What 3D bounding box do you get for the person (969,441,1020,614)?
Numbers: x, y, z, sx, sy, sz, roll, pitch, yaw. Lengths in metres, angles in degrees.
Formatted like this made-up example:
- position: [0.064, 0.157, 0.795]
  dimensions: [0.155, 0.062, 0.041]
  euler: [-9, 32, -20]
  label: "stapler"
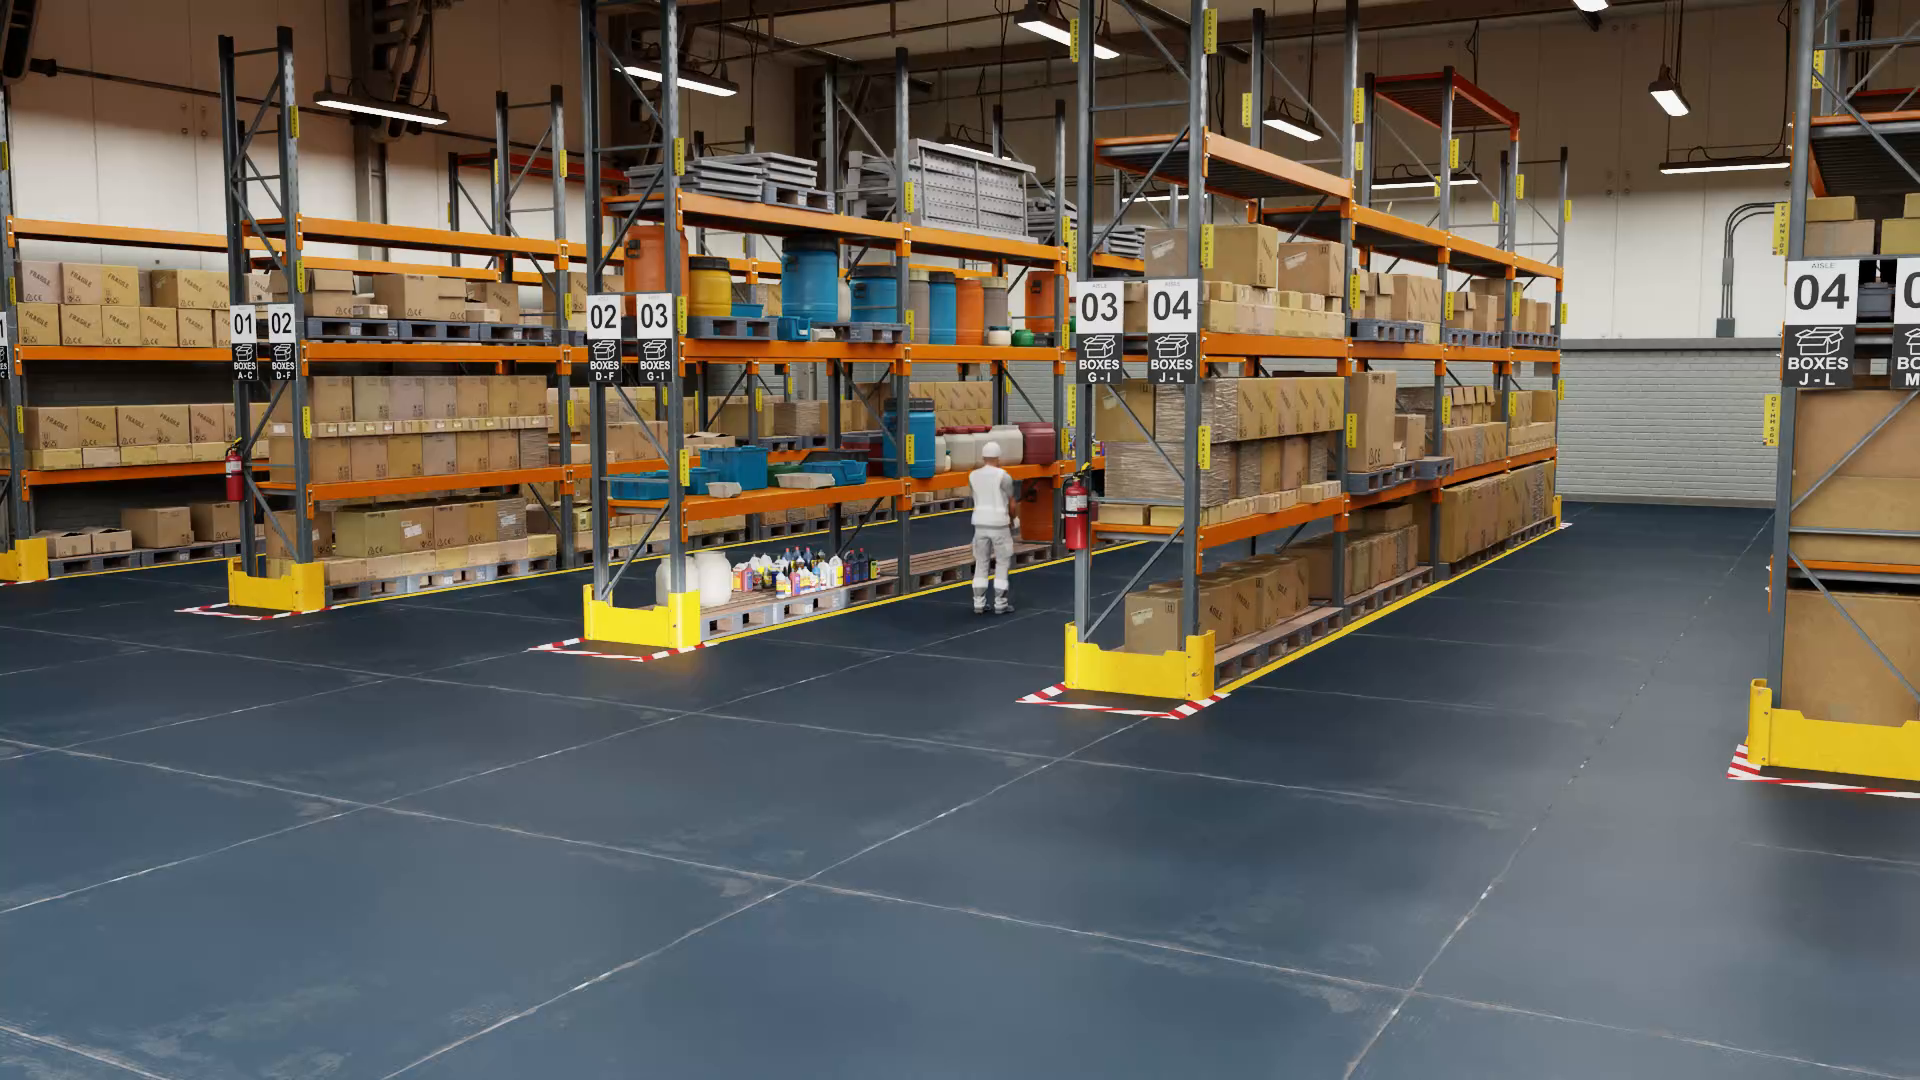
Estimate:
- position: [0.375, -0.139, 17.324]
  dimensions: [0.474, 1.785, 0.566]
  euler: [3, 7, 28]
  label: "person"
